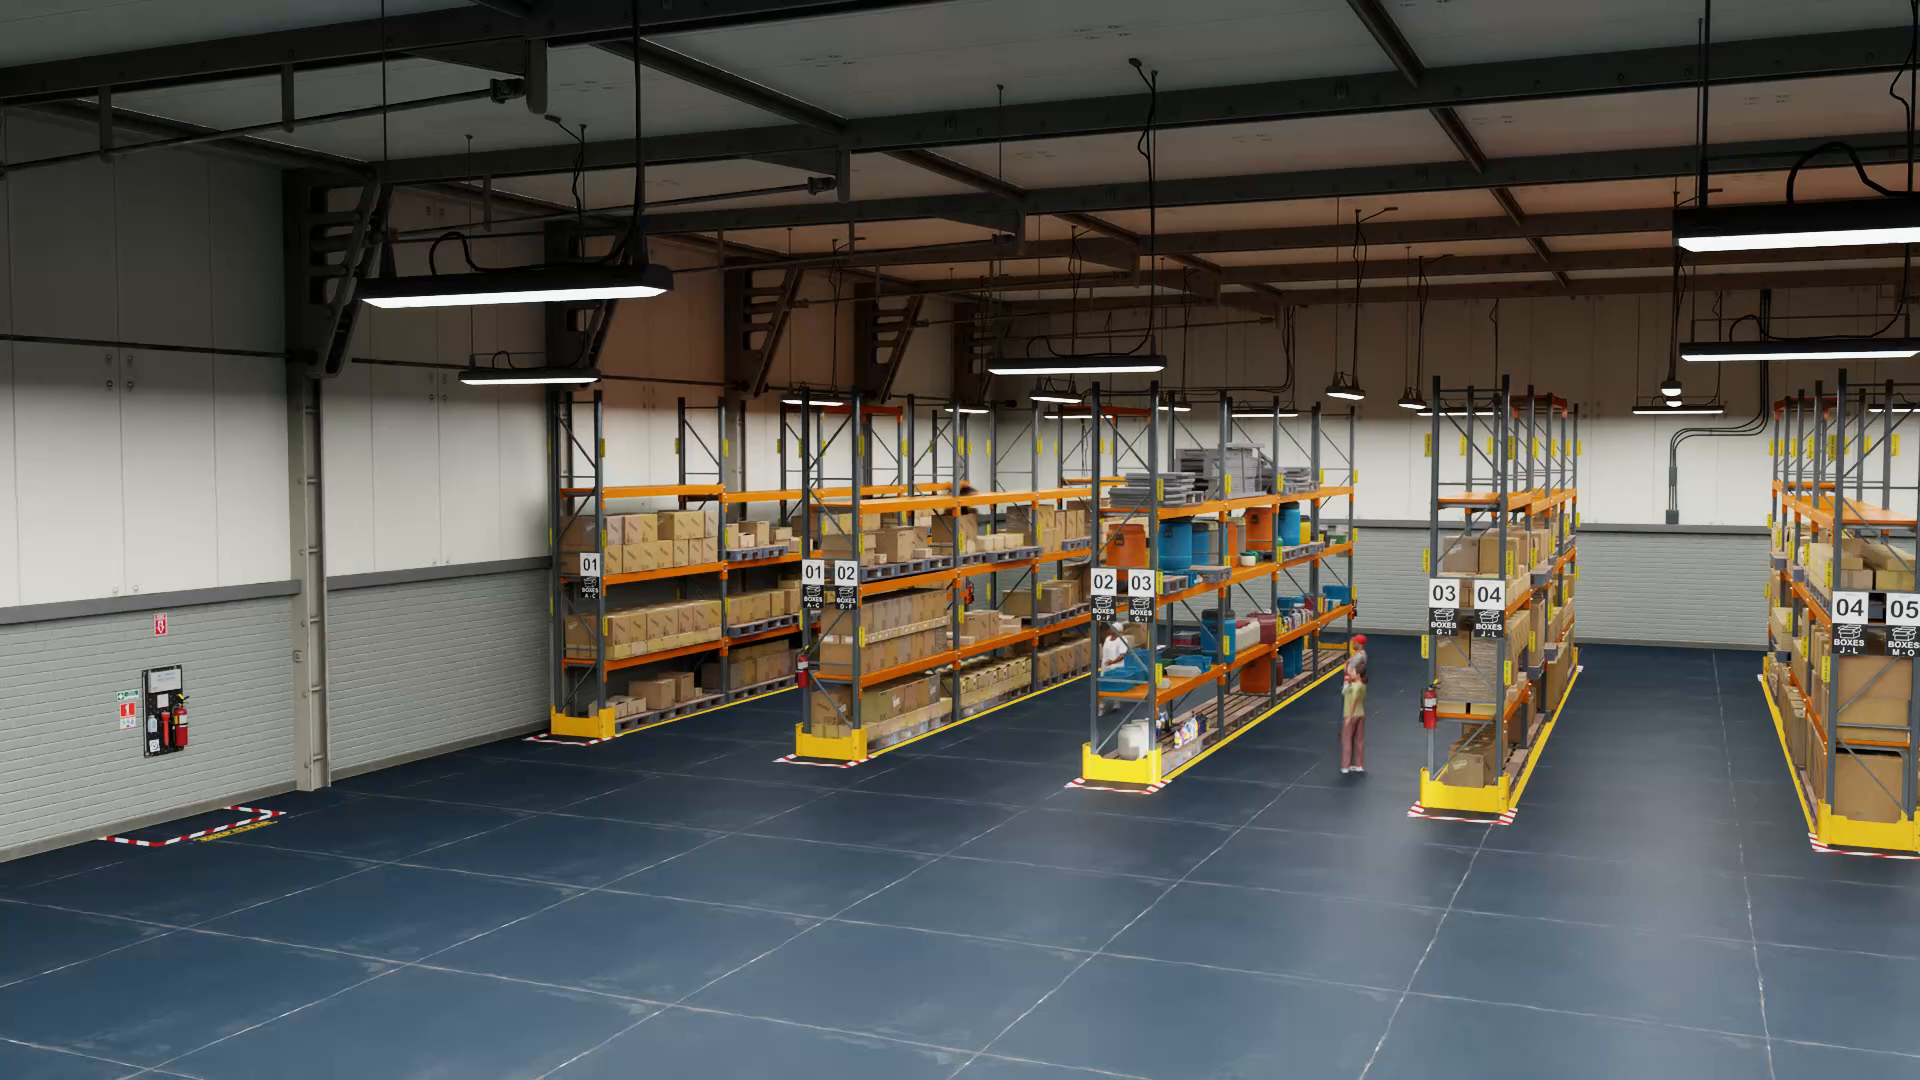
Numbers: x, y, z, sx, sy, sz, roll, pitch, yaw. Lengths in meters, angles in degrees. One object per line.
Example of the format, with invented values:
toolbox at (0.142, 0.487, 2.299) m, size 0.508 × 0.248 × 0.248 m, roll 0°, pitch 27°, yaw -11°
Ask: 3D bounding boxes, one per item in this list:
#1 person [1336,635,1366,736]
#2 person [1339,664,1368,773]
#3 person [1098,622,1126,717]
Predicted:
person at (6.764, 2.523, 28.720) m, size 0.502 × 1.786 × 0.622 m, roll 2°, pitch 4°, yaw 37°
person at (6.073, 2.756, 25.671) m, size 0.473 × 1.682 × 0.404 m, roll -3°, pitch 4°, yaw -42°
person at (2.882, 2.420, 31.358) m, size 0.557 × 1.737 × 1.003 m, roll 1°, pitch 3°, yaw 23°
